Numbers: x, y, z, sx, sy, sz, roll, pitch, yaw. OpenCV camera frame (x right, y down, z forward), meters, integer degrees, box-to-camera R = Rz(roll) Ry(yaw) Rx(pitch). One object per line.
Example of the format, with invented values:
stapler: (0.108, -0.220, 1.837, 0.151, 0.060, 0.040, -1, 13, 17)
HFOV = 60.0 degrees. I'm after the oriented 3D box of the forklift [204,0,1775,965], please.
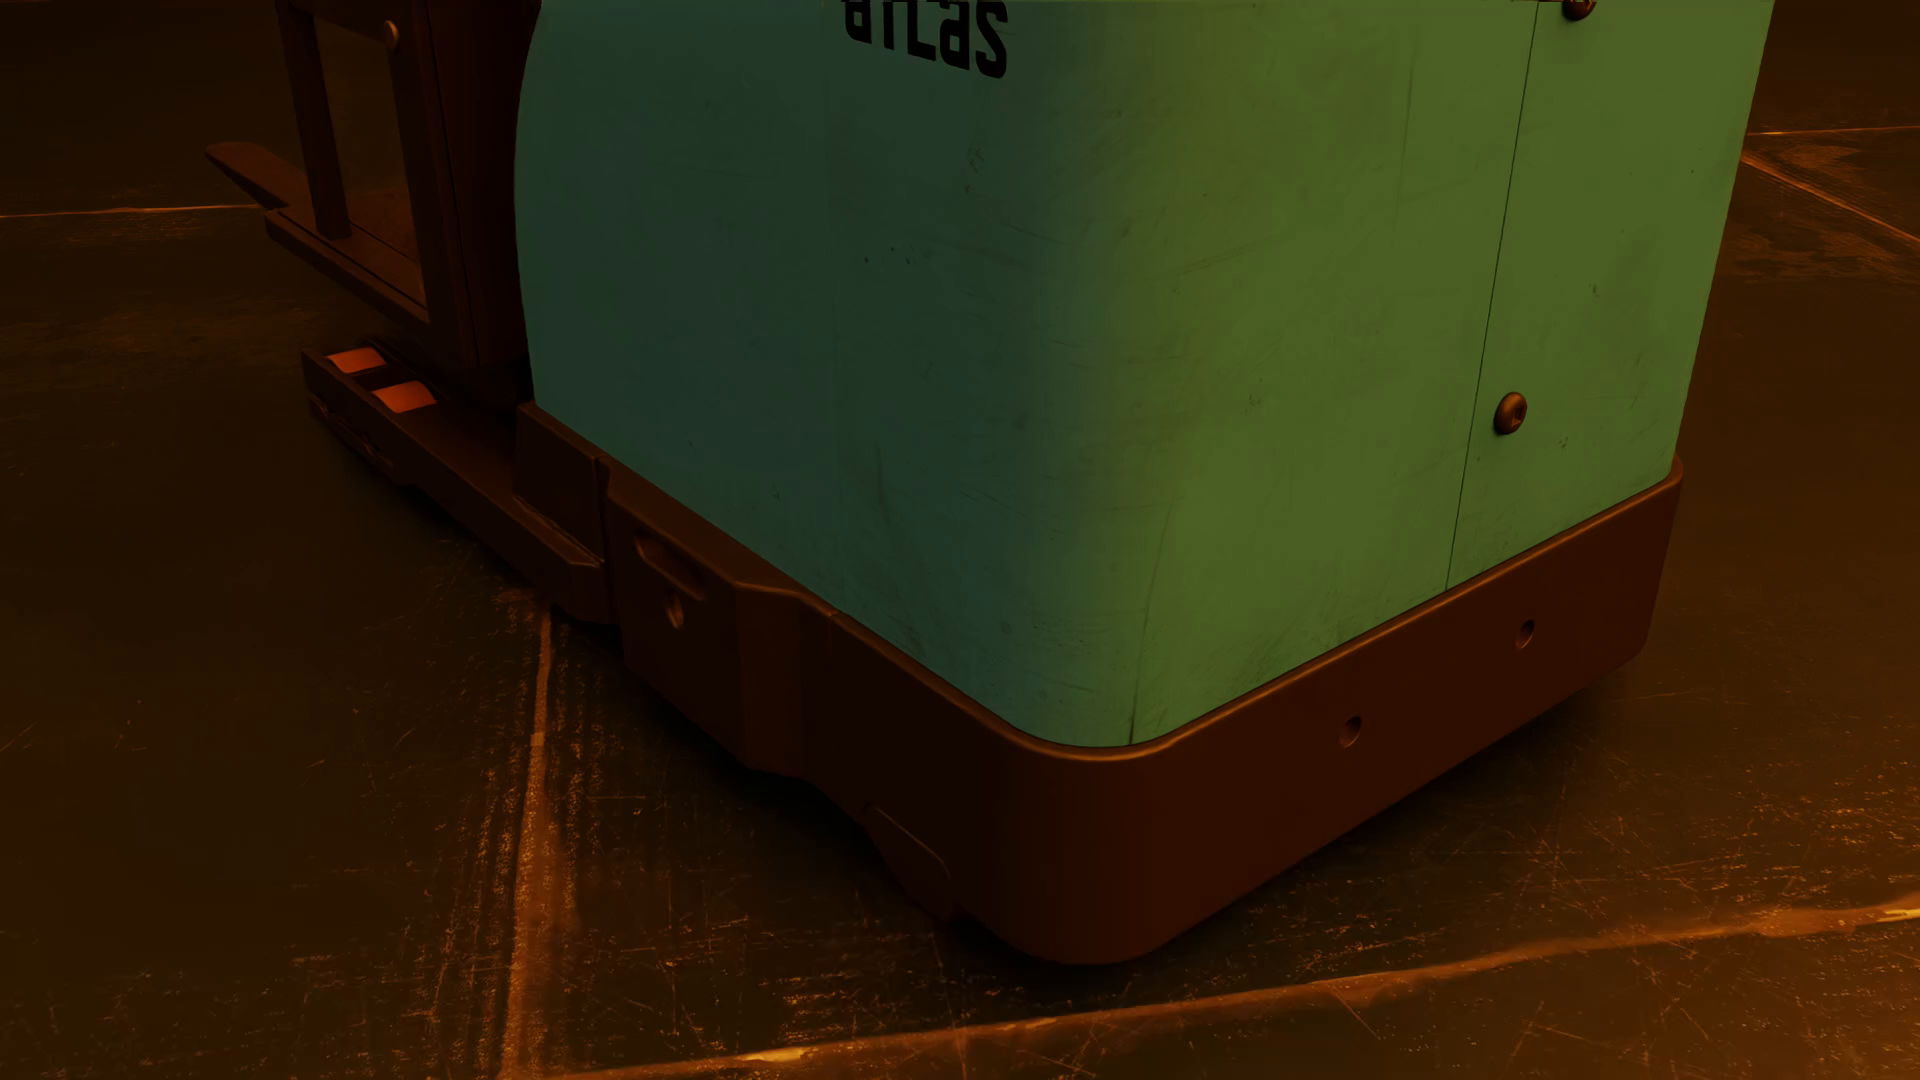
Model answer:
forklift: (-0.443, -1.511, 2.220, 1.130, 2.935, 3.031, -21, 34, -34)
